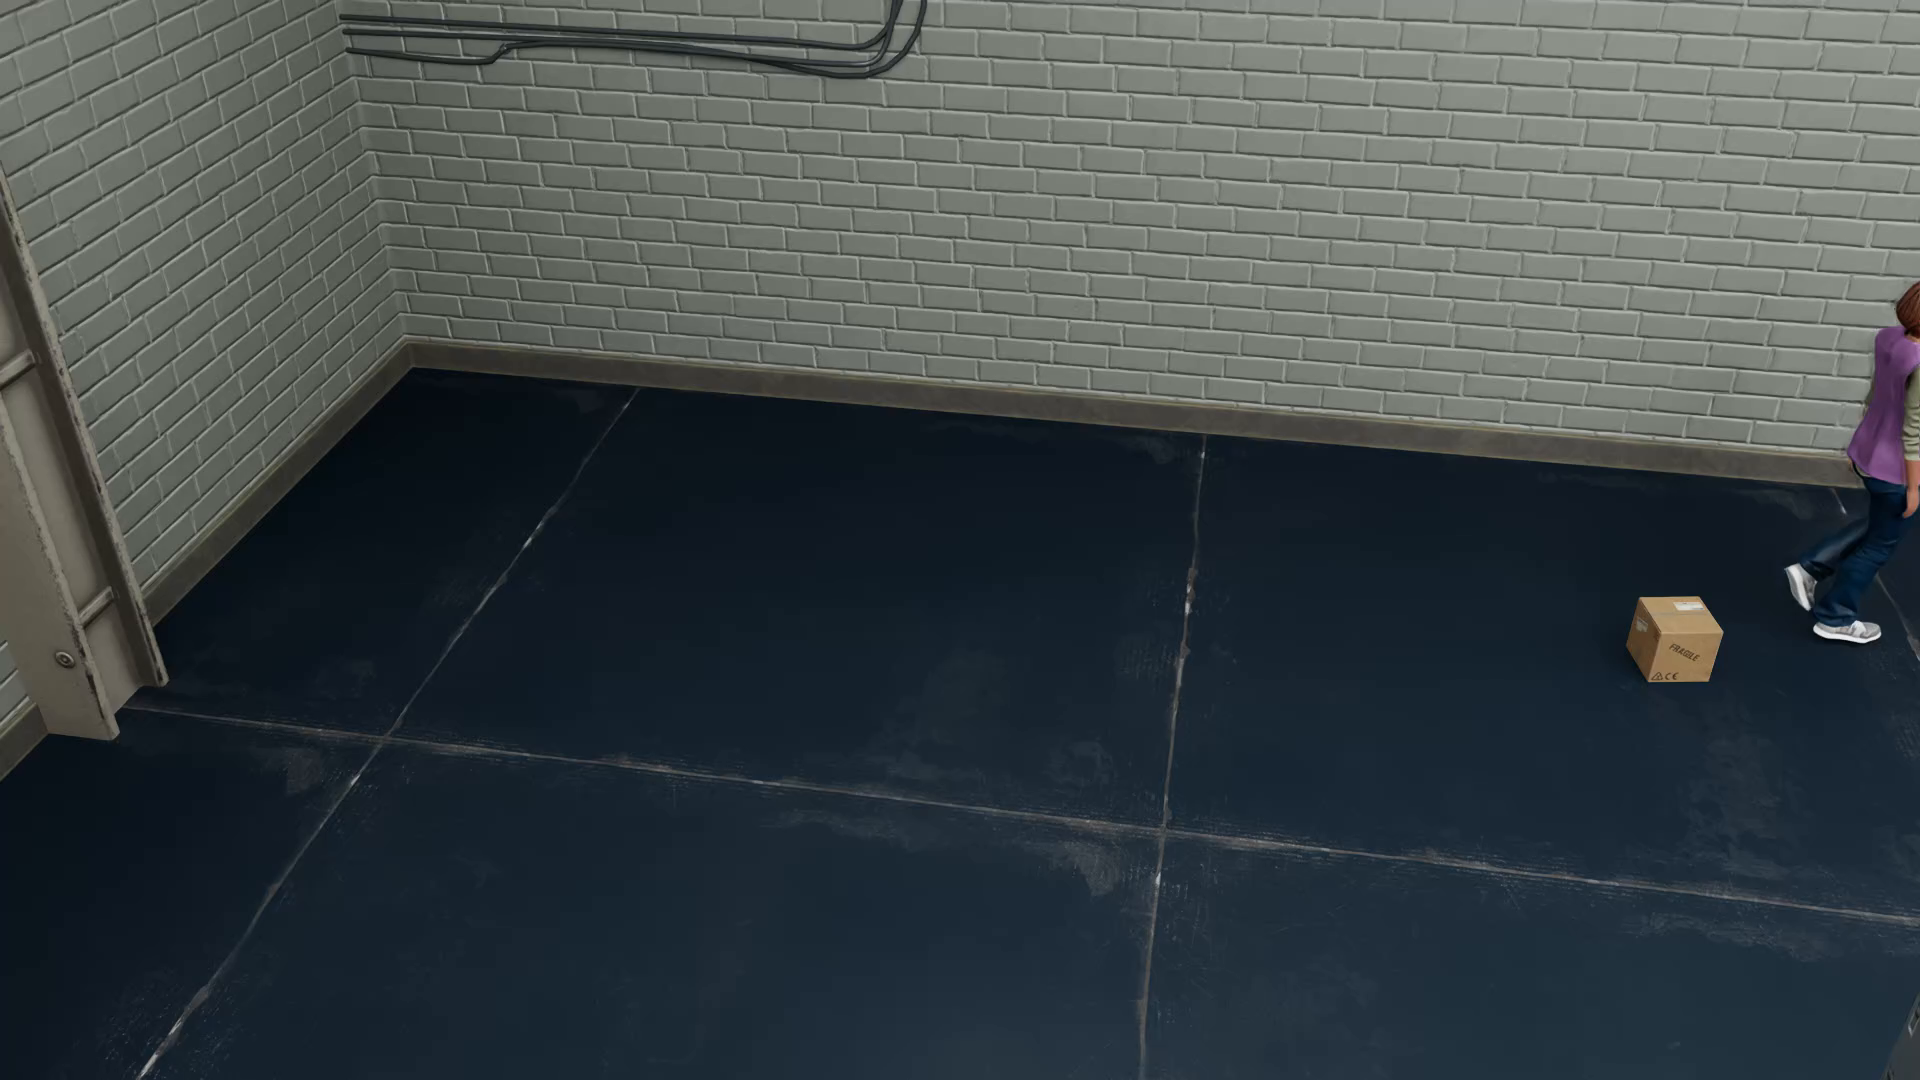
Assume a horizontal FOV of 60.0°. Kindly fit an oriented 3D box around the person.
[{"bbox_3d":[3.657,-0.288,6.551,0.444,1.591,0.431,2,33,3],"label":"person"}]
